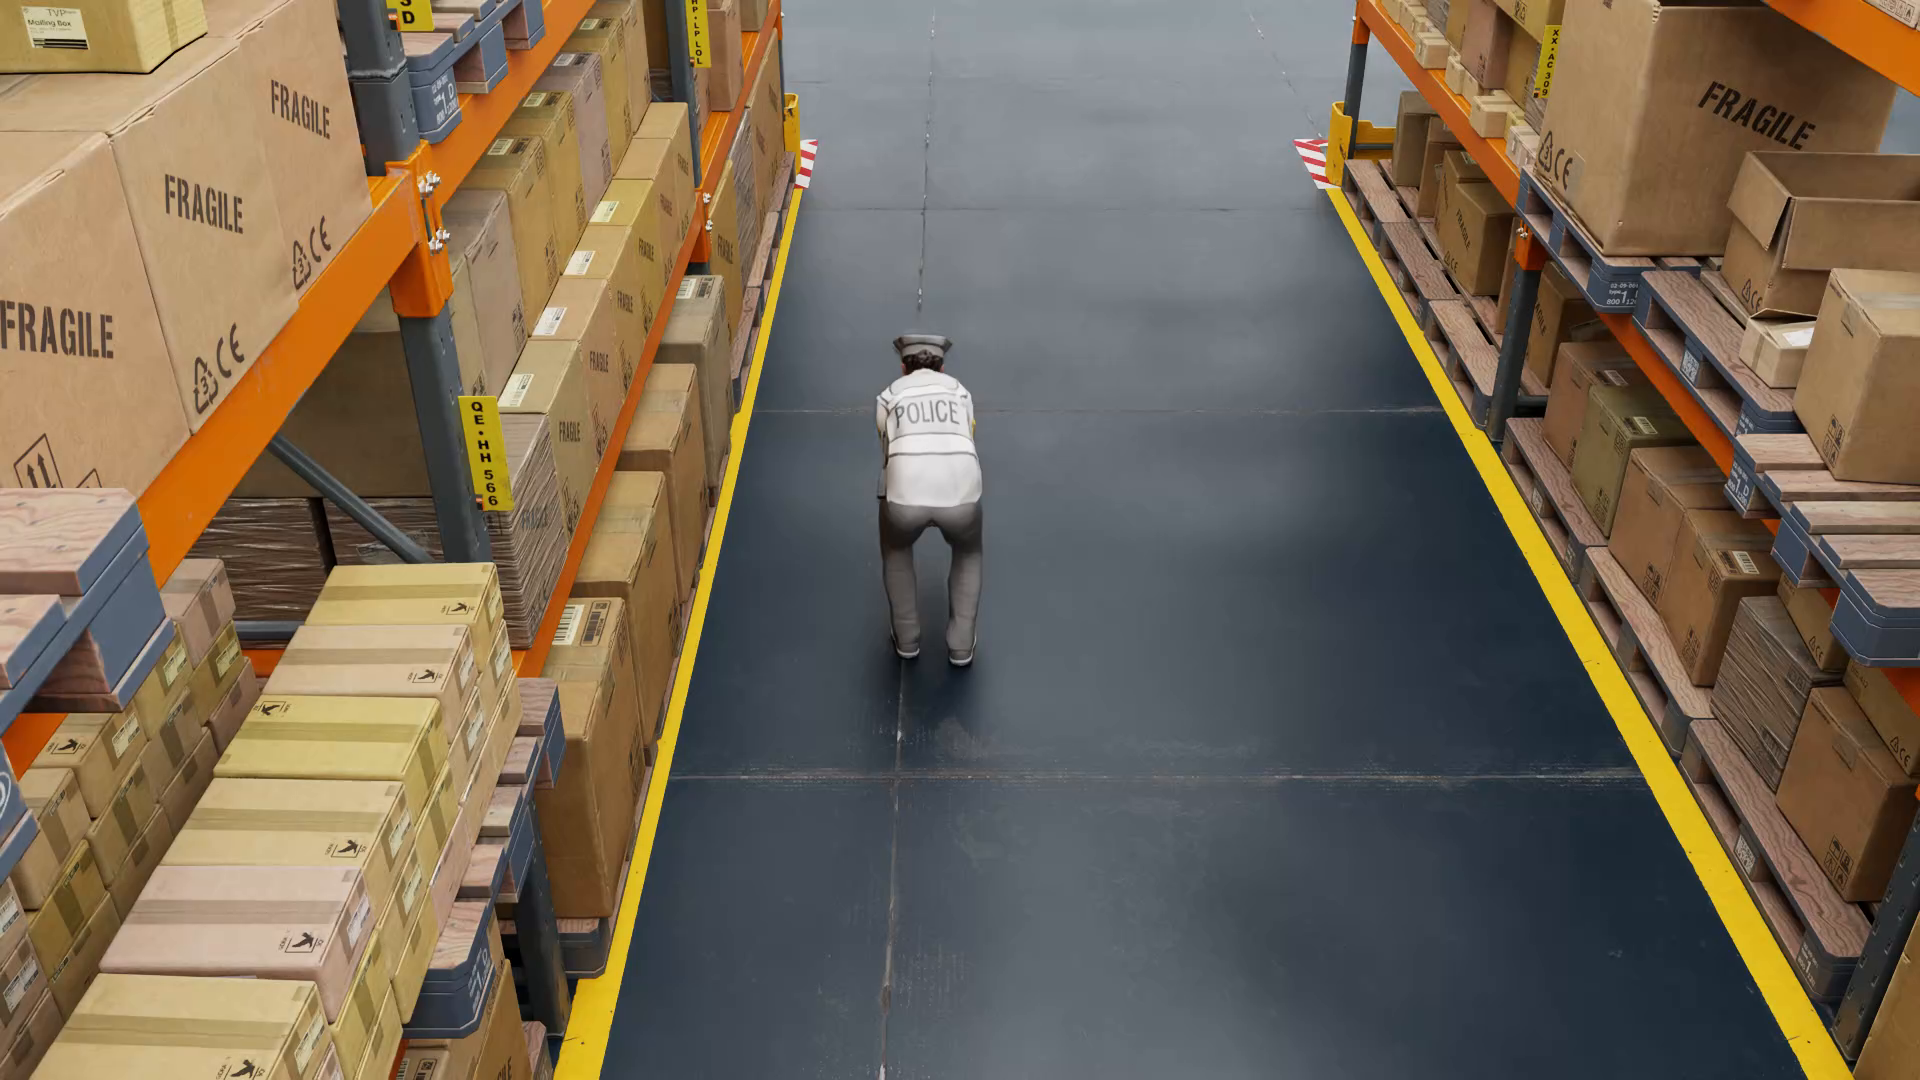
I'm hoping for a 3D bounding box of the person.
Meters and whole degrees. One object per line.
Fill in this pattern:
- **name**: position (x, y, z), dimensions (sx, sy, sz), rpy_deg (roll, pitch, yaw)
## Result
- **person**: position (-0.123, -0.168, 6.823), dimensions (0.427, 1.230, 0.909), rpy_deg (-1, 32, -2)
